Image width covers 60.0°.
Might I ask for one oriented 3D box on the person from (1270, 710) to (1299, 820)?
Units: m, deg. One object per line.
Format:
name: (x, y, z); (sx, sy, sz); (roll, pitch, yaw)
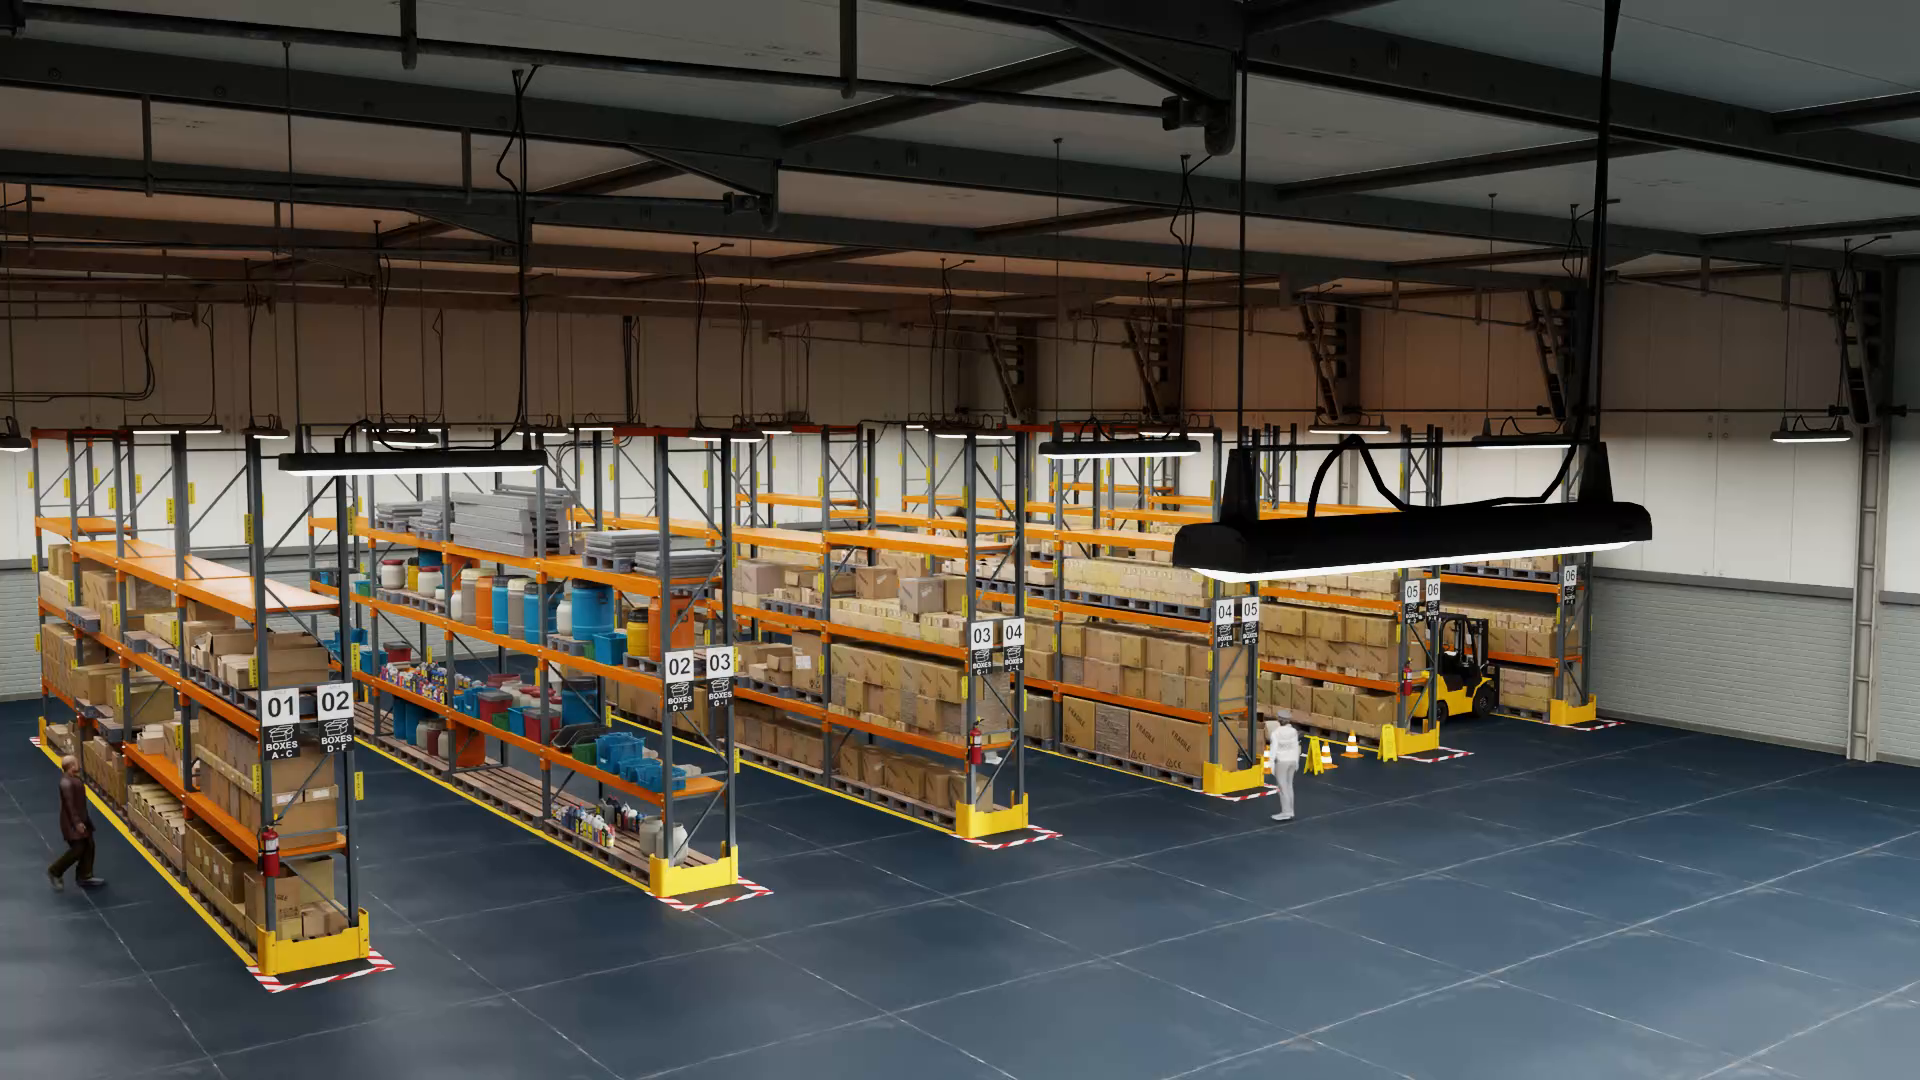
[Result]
person: (5.024, 3.482, 25.757); (0.548, 1.717, 0.391); (-3, 5, -32)

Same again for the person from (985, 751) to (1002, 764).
person: (0.596, 3.167, 29.786); (0.355, 1.668, 0.470); (-2, 5, -21)

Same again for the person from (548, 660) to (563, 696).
person: (-8.496, 2.718, 34.688); (0.586, 1.785, 0.442); (4, 6, 38)

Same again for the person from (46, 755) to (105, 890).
person: (-11.763, 3.733, 22.072); (0.702, 1.778, 0.611); (-1, 5, -9)
